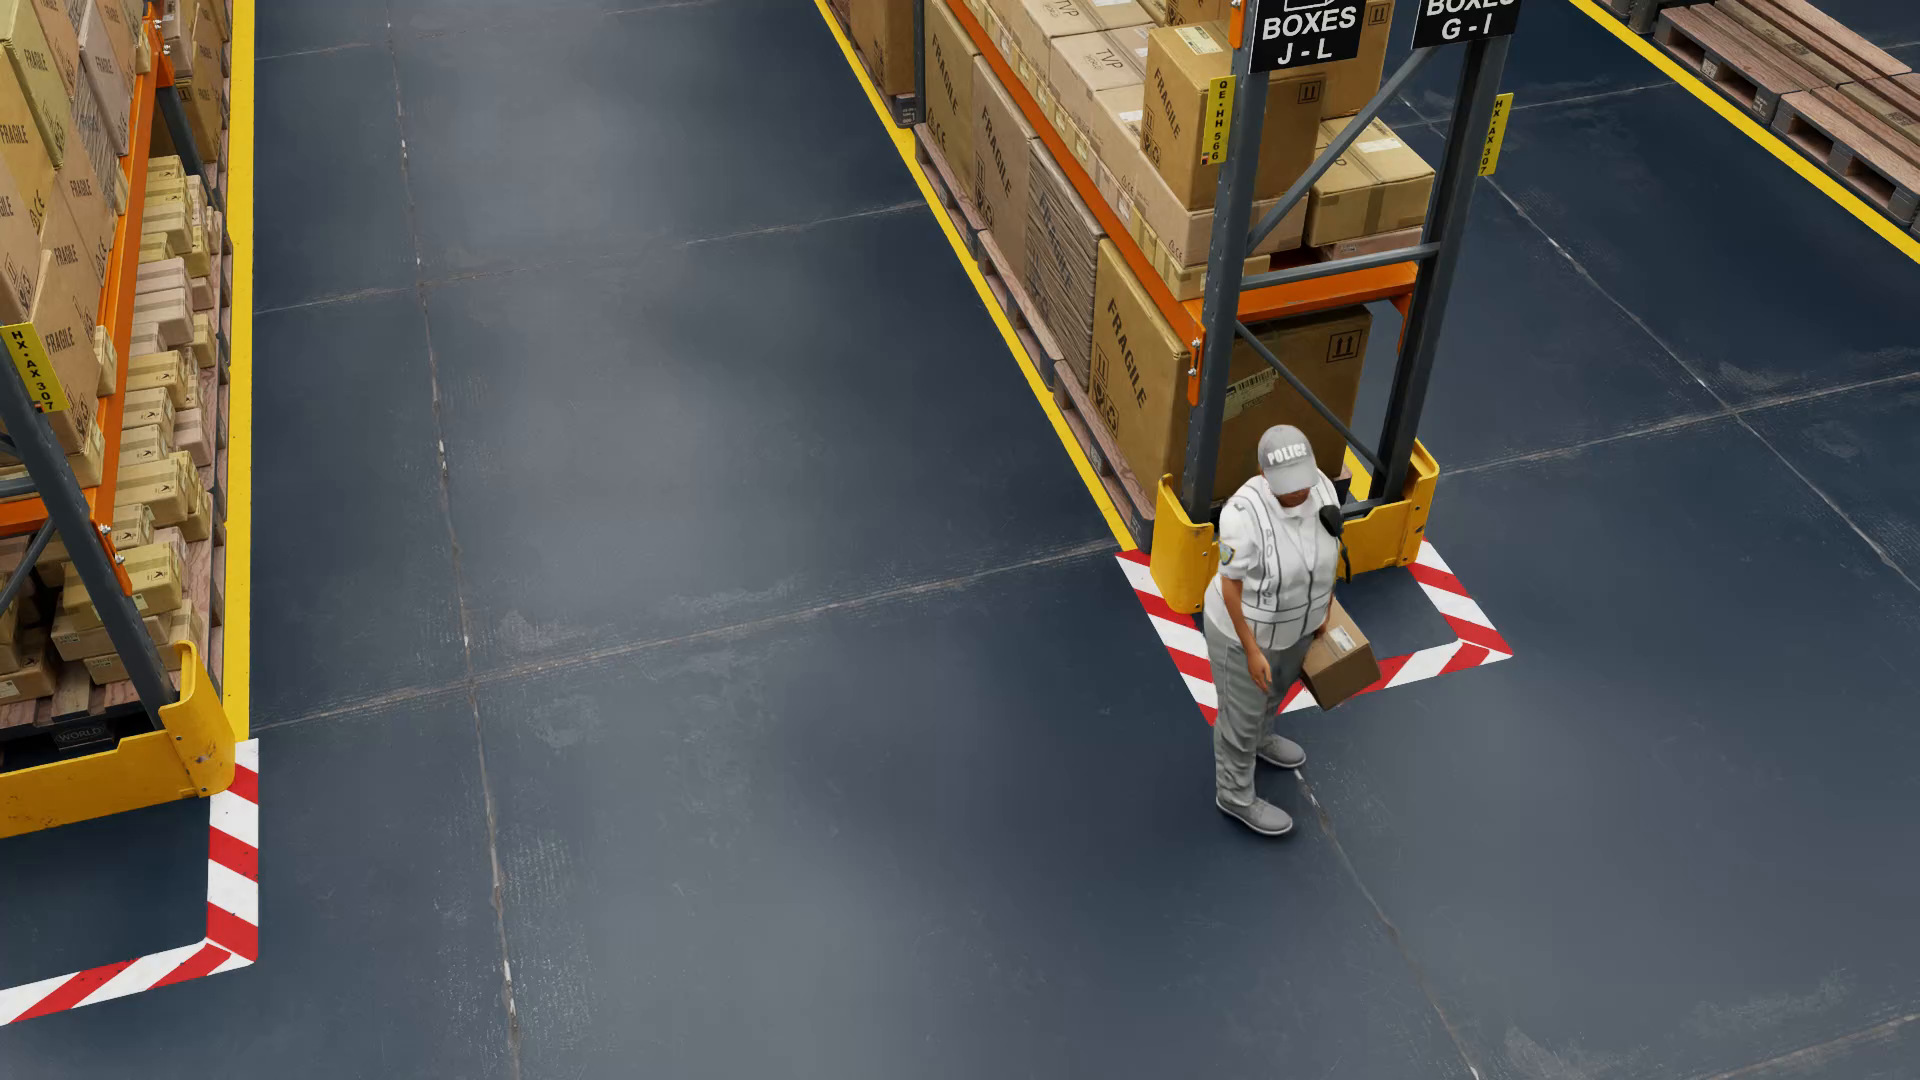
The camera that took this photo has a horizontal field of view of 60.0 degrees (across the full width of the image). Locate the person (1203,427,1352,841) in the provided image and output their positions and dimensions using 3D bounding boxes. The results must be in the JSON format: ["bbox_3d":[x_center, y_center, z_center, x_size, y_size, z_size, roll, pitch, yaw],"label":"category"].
[{"bbox_3d":[1.116,0.323,5.778,0.529,1.670,0.535,-17,45,-18],"label":"person"}]
